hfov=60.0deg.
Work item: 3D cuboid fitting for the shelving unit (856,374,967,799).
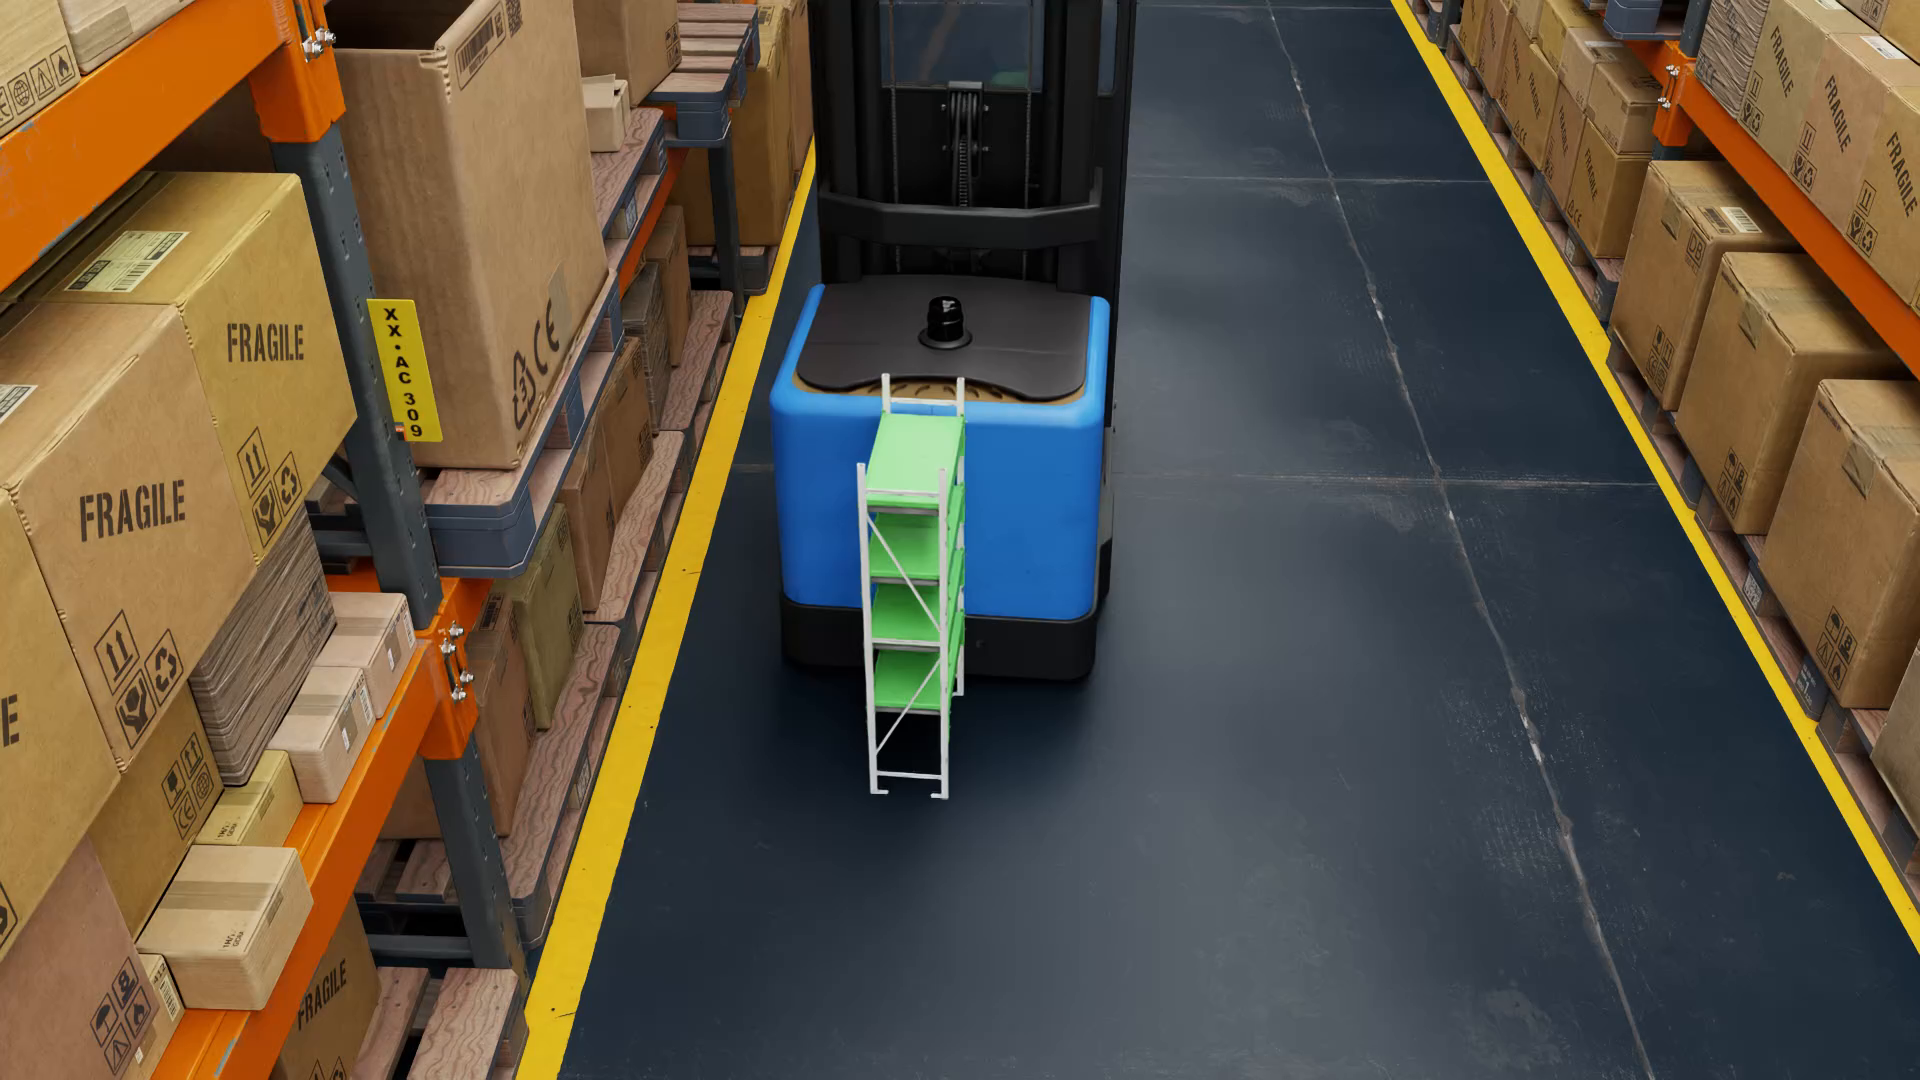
[{"bbox_3d":[-0.132,0.156,4.984,0.258,1.200,0.503,3,35,5],"label":"shelving unit"}]

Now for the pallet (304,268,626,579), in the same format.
[{"bbox_3d":[-1.494,-0.351,4.308,1.003,0.211,1.213,1,35,2],"label":"pallet"}]

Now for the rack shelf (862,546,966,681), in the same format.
[{"bbox_3d":[-0.132,0.208,5.021,0.258,0.148,0.480,3,35,5],"label":"rack shelf"}]

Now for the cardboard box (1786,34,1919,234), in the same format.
[{"bbox_3d":[3.117,-1.327,5.442,0.500,0.500,0.500,1,35,2],"label":"cardboard box"}]

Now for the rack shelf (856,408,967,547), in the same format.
[{"bbox_3d":[-0.132,-0.184,4.745,0.258,0.148,0.480,3,35,5],"label":"rack shelf"}]

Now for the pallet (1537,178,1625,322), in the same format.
[{"bbox_3d":[3.476,-1.428,8.098,1.003,0.211,1.213,1,35,2],"label":"pallet"}]

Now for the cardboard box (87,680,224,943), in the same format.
[{"bbox_3d":[-1.805,0.387,2.745,0.875,0.500,0.500,1,35,2],"label":"cardboard box"}]

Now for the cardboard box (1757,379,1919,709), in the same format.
[{"bbox_3d":[3.260,0.014,5.212,1.050,0.750,0.750,1,35,2],"label":"cardboard box"}]

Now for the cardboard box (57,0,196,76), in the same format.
[{"bbox_3d":[-1.427,-0.892,2.432,0.500,0.250,0.500,3,35,4],"label":"cardboard box"}]

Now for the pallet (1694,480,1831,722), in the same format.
[{"bbox_3d":[3.284,0.172,5.822,1.003,0.211,1.213,1,35,2],"label":"pallet"}]

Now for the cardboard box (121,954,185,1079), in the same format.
[{"bbox_3d":[-1.515,0.812,2.705,0.380,0.149,0.250,1,35,2],"label":"cardboard box"}]

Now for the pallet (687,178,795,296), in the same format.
[{"bbox_3d":[-1.402,-1.603,8.347,1.003,0.211,1.213,1,35,2],"label":"pallet"}]

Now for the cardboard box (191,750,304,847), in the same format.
[{"bbox_3d":[-1.474,0.525,3.113,0.380,0.149,0.250,1,35,2],"label":"cardboard box"}]

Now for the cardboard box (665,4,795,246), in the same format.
[{"bbox_3d":[-1.461,-1.991,7.956,1.225,0.875,0.875,0,35,0],"label":"cardboard box"}]

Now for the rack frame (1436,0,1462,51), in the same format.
[{"bbox_3d":[3.603,-4.418,9.927,1.000,3.000,0.127,1,35,2],"label":"rack frame"}]

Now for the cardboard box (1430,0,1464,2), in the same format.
[{"bbox_3d":[3.279,-3.656,10.958,0.380,0.149,0.250,2,35,2],"label":"cardboard box"}]

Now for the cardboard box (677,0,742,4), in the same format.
[{"bbox_3d":[-1.218,-2.606,7.262,0.500,0.500,0.500,2,35,3],"label":"cardboard box"}]

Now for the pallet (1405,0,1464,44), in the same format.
[{"bbox_3d":[3.595,-3.663,11.279,1.003,0.211,1.213,1,35,2],"label":"pallet"}]

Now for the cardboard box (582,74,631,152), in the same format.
[{"bbox_3d":[-1.306,-1.445,5.449,0.396,0.266,0.258,0,35,1],"label":"cardboard box"}]

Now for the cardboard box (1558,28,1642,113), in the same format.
[{"bbox_3d":[3.218,-2.265,8.020,0.500,0.250,0.500,2,35,3],"label":"cardboard box"}]

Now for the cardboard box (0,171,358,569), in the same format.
[{"bbox_3d":[-1.413,-0.301,2.854,0.500,0.500,0.500,1,35,2],"label":"cardboard box"}]

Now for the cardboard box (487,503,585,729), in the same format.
[{"bbox_3d":[-1.586,0.223,5.116,0.700,0.500,0.500,1,35,2],"label":"cardboard box"}]

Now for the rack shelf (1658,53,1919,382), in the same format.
[{"bbox_3d":[3.362,-0.676,5.229,1.077,0.370,4.000,1,35,2],"label":"rack shelf"}]

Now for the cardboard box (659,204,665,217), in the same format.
[{"bbox_3d":[-1.506,-1.371,6.731,0.500,0.250,0.500,3,35,4],"label":"cardboard box"}]

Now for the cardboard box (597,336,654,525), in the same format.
[{"bbox_3d":[-1.541,-0.419,6.029,0.700,0.500,0.500,4,35,6],"label":"cardboard box"}]

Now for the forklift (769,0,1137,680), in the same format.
[{"bbox_3d":[0.064,-1.569,5.934,1.130,2.935,3.031,3,35,5],"label":"forklift"}]

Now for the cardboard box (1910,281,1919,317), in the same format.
[{"bbox_3d":[3.077,-0.749,4.620,0.500,0.500,0.500,2,35,2],"label":"cardboard box"}]

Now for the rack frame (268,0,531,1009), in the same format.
[{"bbox_3d":[-1.670,0.006,3.633,1.000,3.000,0.127,1,35,2],"label":"rack frame"}]

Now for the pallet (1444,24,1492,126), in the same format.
[{"bbox_3d":[3.574,-2.829,10.092,1.003,0.211,1.213,1,35,2],"label":"pallet"}]

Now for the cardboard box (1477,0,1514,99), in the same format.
[{"bbox_3d":[3.289,-2.844,9.497,0.500,0.500,0.500,3,35,4],"label":"cardboard box"}]

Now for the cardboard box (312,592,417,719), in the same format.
[{"bbox_3d":[-1.385,0.239,3.520,0.380,0.149,0.250,1,35,2],"label":"cardboard box"}]

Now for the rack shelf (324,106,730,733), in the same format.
[{"bbox_3d":[-1.589,-0.849,5.475,1.077,0.370,4.000,1,35,2],"label":"rack shelf"}]

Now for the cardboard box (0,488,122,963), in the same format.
[{"bbox_3d":[-1.453,0.274,2.037,0.500,0.500,0.500,1,35,2],"label":"cardboard box"}]

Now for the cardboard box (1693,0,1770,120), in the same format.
[{"bbox_3d":[3.155,-1.909,6.270,0.500,0.500,0.500,2,35,2],"label":"cardboard box"}]

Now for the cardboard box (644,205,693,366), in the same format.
[{"bbox_3d":[-1.516,-1.064,6.947,0.700,0.500,0.500,0,35,-1],"label":"cardboard box"}]

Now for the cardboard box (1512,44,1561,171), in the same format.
[{"bbox_3d":[3.238,-2.255,8.659,0.500,0.500,0.500,0,35,0],"label":"cardboard box"}]

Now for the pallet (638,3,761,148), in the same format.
[{"bbox_3d":[-1.431,-1.802,6.372,1.213,0.211,1.003,1,35,2],"label":"pallet"}]

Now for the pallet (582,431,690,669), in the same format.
[{"bbox_3d":[-1.594,-0.003,6.071,1.003,0.211,1.213,1,35,2],"label":"pallet"}]

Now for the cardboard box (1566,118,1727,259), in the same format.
[{"bbox_3d":[3.208,-1.653,7.802,0.500,0.500,0.500,1,35,2],"label":"cardboard box"}]

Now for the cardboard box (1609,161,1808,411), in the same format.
[{"bbox_3d":[3.328,-1.023,6.688,1.050,0.750,0.750,1,35,1],"label":"cardboard box"}]

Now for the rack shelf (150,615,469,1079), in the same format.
[{"bbox_3d":[-1.750,1.449,2.205,1.077,0.370,4.000,1,35,2],"label":"rack shelf"}]

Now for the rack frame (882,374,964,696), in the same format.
[{"bbox_3d":[-0.108,0.016,5.183,0.240,1.200,0.015,3,35,5],"label":"rack frame"}]

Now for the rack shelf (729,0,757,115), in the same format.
[{"bbox_3d":[-1.429,-3.147,8.745,1.077,0.370,4.000,1,35,2],"label":"rack shelf"}]

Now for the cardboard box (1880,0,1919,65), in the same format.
[{"bbox_3d":[3.377,-1.726,5.141,0.700,0.500,0.500,1,35,1],"label":"cardboard box"}]

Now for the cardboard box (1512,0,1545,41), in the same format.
[{"bbox_3d":[3.266,-2.856,8.862,0.500,0.250,0.500,3,35,4],"label":"cardboard box"}]
